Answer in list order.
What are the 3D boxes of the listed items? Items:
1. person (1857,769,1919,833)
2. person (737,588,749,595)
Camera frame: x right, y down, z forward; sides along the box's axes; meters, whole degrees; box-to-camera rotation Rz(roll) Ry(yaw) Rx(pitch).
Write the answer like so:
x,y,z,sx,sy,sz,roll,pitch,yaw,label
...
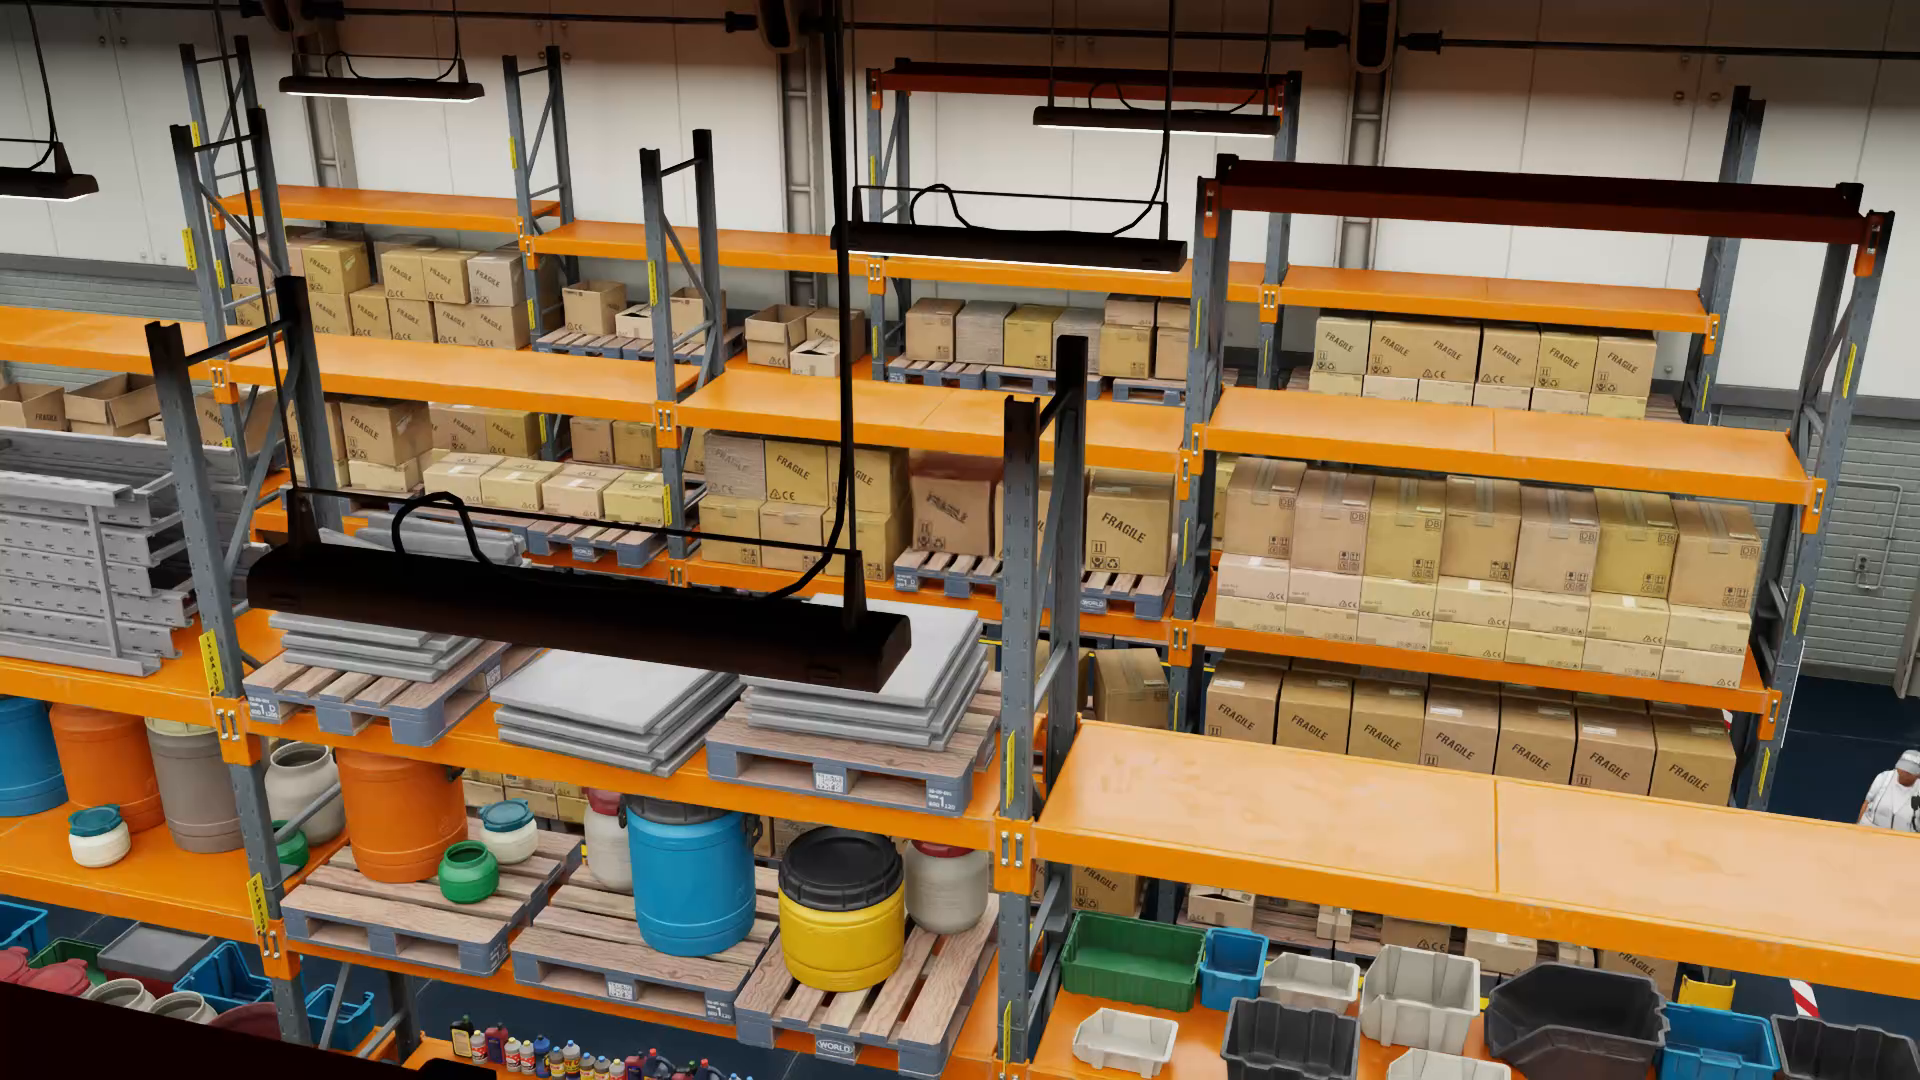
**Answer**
x,y,z,sx,sy,sz,roll,pitch,yaw,label
7.205,2.386,12.907,0.500,1.656,0.387,7,24,17,person
-2.174,0.902,16.556,0.827,1.557,0.454,0,23,-1,person
